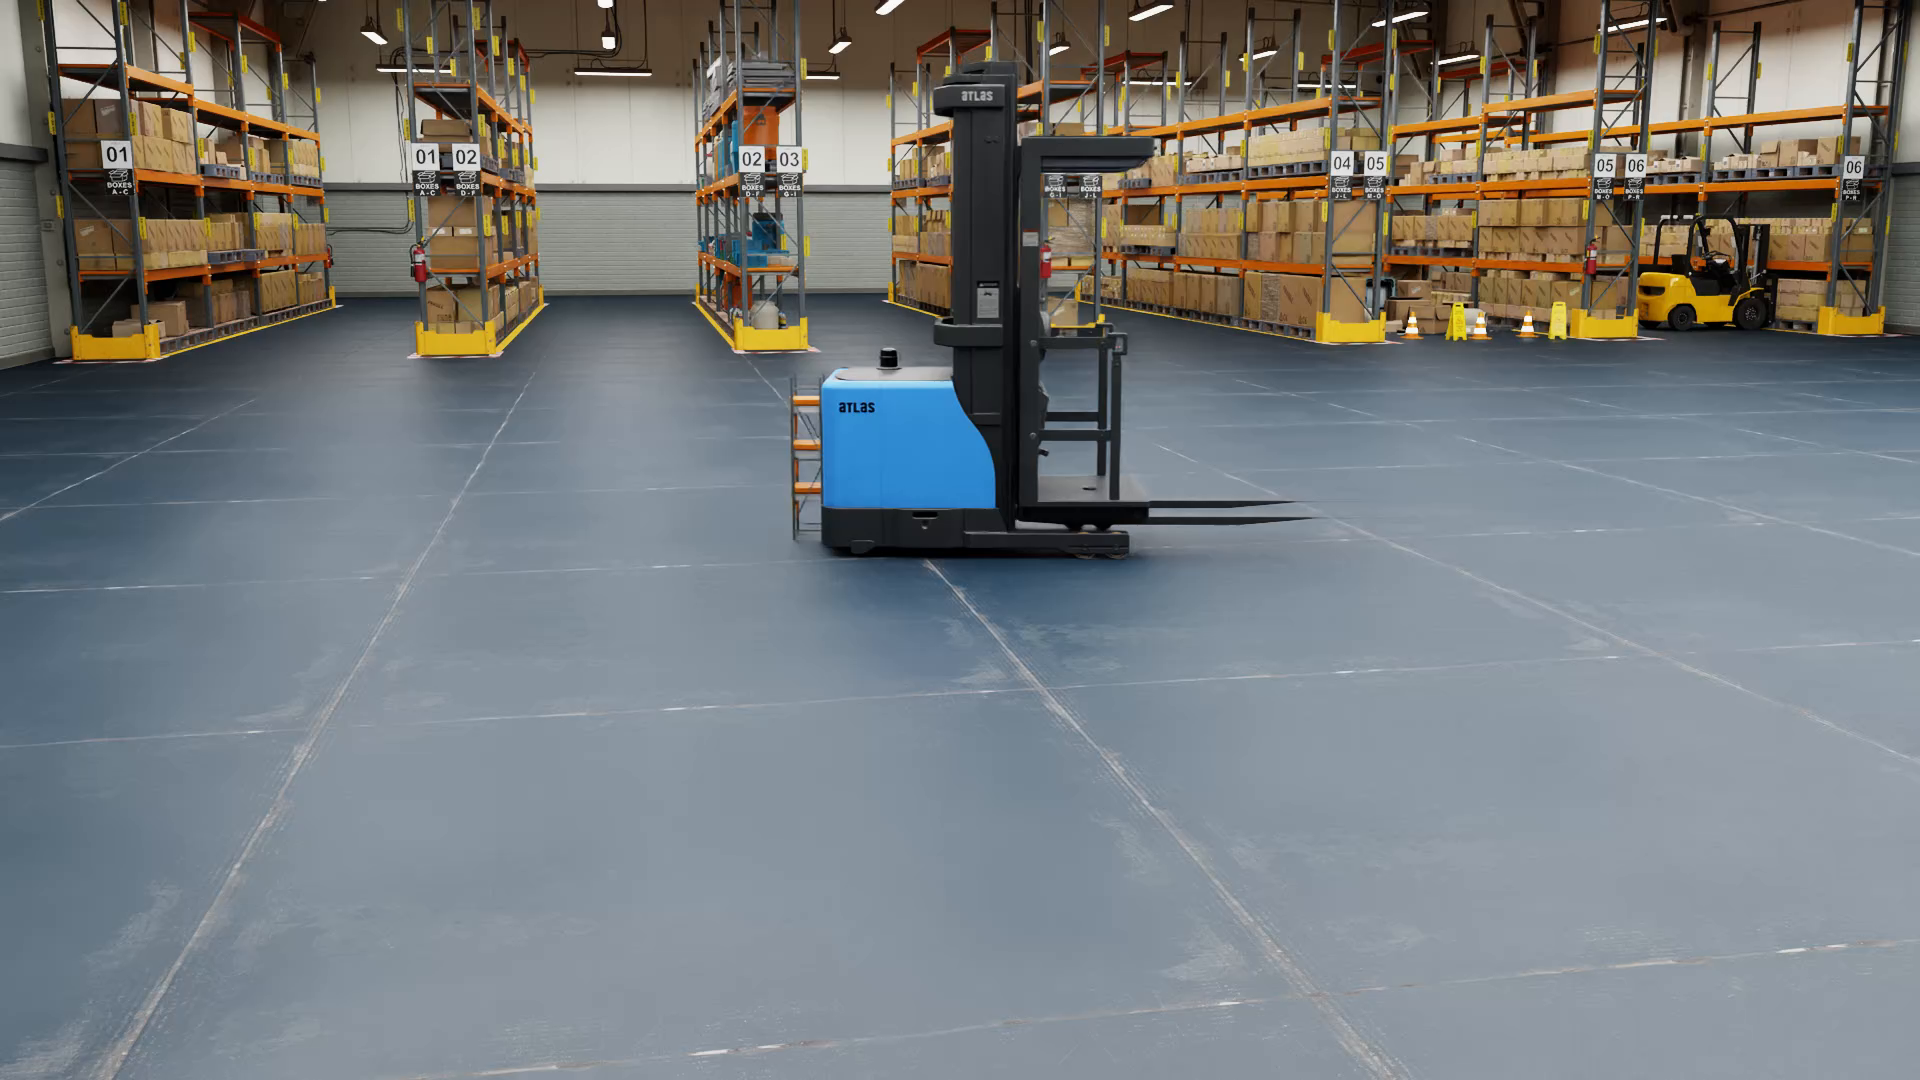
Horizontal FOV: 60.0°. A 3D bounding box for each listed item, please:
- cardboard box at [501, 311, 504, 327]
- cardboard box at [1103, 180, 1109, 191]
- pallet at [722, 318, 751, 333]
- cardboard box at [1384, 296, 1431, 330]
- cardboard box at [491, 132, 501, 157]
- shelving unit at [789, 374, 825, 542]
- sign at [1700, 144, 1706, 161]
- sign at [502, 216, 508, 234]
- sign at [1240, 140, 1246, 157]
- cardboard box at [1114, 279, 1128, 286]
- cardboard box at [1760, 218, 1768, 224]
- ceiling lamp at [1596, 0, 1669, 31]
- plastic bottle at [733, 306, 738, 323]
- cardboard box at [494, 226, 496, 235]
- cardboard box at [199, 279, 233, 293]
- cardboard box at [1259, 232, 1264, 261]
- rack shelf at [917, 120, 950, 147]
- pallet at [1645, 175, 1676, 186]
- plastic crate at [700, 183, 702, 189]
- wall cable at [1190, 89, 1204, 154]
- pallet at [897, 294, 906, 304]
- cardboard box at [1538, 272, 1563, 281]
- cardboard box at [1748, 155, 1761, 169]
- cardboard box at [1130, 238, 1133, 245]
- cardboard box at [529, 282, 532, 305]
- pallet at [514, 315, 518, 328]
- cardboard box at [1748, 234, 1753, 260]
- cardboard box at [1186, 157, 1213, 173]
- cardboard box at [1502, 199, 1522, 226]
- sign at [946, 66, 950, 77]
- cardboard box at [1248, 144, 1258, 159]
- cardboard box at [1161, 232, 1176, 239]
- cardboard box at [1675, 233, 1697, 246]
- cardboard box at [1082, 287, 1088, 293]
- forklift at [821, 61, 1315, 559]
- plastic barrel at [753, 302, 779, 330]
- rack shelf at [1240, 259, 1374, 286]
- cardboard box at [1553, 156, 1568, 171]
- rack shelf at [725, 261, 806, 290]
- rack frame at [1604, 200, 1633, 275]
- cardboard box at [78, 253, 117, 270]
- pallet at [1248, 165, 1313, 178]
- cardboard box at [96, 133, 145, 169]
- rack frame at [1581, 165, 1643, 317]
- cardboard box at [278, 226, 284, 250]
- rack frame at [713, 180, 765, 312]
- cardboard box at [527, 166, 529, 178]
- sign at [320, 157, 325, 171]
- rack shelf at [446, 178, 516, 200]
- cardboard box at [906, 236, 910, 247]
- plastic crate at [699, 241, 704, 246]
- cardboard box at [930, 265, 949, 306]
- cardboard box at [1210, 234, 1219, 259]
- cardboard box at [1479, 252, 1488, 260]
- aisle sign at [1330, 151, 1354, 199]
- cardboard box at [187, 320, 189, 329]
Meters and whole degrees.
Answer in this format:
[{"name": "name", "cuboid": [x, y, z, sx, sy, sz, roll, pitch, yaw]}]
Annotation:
[{"name": "cardboard box", "cuboid": [-8.342, -3.900, 29.397, 0.500, 0.250, 0.500, -2, 11, -11]}, {"name": "cardboard box", "cuboid": [3.855, -8.776, 41.161, 0.500, 0.250, 0.500, -2, 11, -12]}, {"name": "pallet", "cuboid": [-3.978, -4.074, 31.538, 1.003, 0.211, 1.213, -2, 11, -11]}, {"name": "cardboard box", "cuboid": [8.555, -4.350, 31.842, 0.797, 0.637, 0.503, -2, 11, -11]}, {"name": "cardboard box", "cuboid": [-9.503, -7.950, 33.477, 0.500, 0.500, 0.500, -2, 11, -11]}, {"name": "shelving unit", "cuboid": [-0.967, -0.527, 10.657, 0.215, 1.050, 0.252, 0, 11, 0]}, {"name": "sign", "cuboid": [15.130, -7.884, 33.848, 0.100, 0.325, 0.005, -2, 11, -11]}, {"name": "sign", "cuboid": [-8.102, -5.607, 29.604, 0.100, 0.325, 0.005, -2, 11, -11]}, {"name": "sign", "cuboid": [5.426, -7.504, 31.853, 0.100, 0.325, 0.005, -2, 11, -11]}, {"name": "cardboard box", "cuboid": [3.987, -6.310, 40.736, 0.380, 0.149, 0.250, -2, 11, -10]}, {"name": "cardboard box", "cuboid": [15.826, -6.189, 32.395, 0.380, 0.149, 0.250, -2, 11, -11]}, {"name": "ceiling lamp", "cuboid": [13.532, -11.732, 32.659, 0.800, 3.185, 2.000, -2, 11, -11]}, {"name": "plastic bottle", "cuboid": [-3.917, -3.941, 29.285, 0.144, 0.351, 0.185, -2, 11, -11]}, {"name": "cardboard box", "cuboid": [-8.383, -5.448, 29.294, 0.380, 0.149, 0.250, -2, 11, -11]}, {"name": "cardboard box", "cuboid": [-14.042, -4.794, 31.367, 0.500, 0.250, 0.500, -2, 11, -10]}, {"name": "cardboard box", "cuboid": [6.169, -5.550, 31.431, 0.875, 0.550, 0.550, -2, 11, -11]}, {"name": "rack shelf", "cuboid": [-0.095, -8.979, 36.799, 1.077, 0.370, 4.000, -2, 11, -11]}, {"name": "pallet", "cuboid": [15.323, -7.811, 36.197, 1.003, 0.211, 1.213, -2, 11, -8]}, {"name": "plastic crate", "cuboid": [-5.963, -8.332, 39.133, 0.293, 0.136, 0.466, -2, 11, -11]}, {"name": "wall cable", "cuboid": [7.076, -12.023, 49.797, 0.463, 3.000, 0.029, -2, 11, -11]}, {"name": "pallet", "cuboid": [-1.030, -6.169, 42.542, 1.003, 0.211, 1.213, -2, 11, -11]}, {"name": "cardboard box", "cuboid": [10.976, -4.899, 30.906, 0.380, 0.149, 0.250, -2, 11, -10]}, {"name": "cardboard box", "cuboid": [15.651, -7.403, 32.515, 0.396, 0.266, 0.258, -2, 11, -12]}, {"name": "cardboard box", "cuboid": [4.178, -6.962, 38.800, 0.380, 0.149, 0.250, -2, 11, -10]}, {"name": "cardboard box", "cuboid": [-9.825, -5.497, 37.065, 0.500, 0.500, 0.500, -2, 11, -11]}, {"name": "pallet", "cuboid": [-9.302, -4.333, 32.899, 1.003, 0.211, 1.213, -2, 11, -11]}, {"name": "cardboard box", "cuboid": [15.708, -5.794, 32.846, 0.500, 0.500, 0.500, -2, 11, -12]}, {"name": "cardboard box", "cuboid": [5.104, -7.921, 35.118, 0.500, 0.311, 0.500, -2, 11, -11]}, {"name": "cardboard box", "cuboid": [10.814, -6.252, 31.786, 0.700, 0.500, 0.500, -2, 11, -12]}, {"name": "sign", "cuboid": [-0.250, -9.678, 34.556, 0.100, 0.325, 0.005, -2, 11, -11]}, {"name": "cardboard box", "cuboid": [5.777, -7.345, 31.457, 0.500, 0.250, 0.500, -2, 11, -11]}, {"name": "cardboard box", "cuboid": [4.636, -6.680, 36.524, 0.380, 0.149, 0.250, -2, 11, -10]}, {"name": "cardboard box", "cuboid": [15.314, -6.276, 34.711, 0.500, 0.250, 0.500, -2, 11, -12]}, {"name": "cardboard box", "cuboid": [3.411, -6.542, 43.549, 0.380, 0.149, 0.250, -2, 11, -10]}, {"name": "forklift", "cuboid": [0.671, -1.423, 10.336, 3.031, 2.935, 1.130, 0, 11, 0]}, {"name": "plastic barrel", "cuboid": [-3.212, -3.670, 27.486, 0.421, 0.512, 0.421, 0, 11, 0]}, {"name": "rack shelf", "cuboid": [6.346, -4.923, 30.464, 1.077, 0.370, 4.000, -2, 11, -11]}, {"name": "cardboard box", "cuboid": [11.123, -6.831, 30.148, 0.500, 0.250, 0.500, -2, 11, -12]}, {"name": "rack shelf", "cuboid": [-3.398, -4.581, 28.668, 1.077, 0.370, 4.000, -2, 11, -11]}, {"name": "rack frame", "cuboid": [14.883, -6.757, 38.174, 1.000, 3.000, 0.127, -2, 11, -11]}, {"name": "cardboard box", "cuboid": [-13.008, -4.222, 25.206, 0.500, 0.250, 0.500, -2, 11, -10]}, {"name": "pallet", "cuboid": [6.105, -6.923, 31.262, 1.003, 0.211, 1.213, -2, 11, -11]}, {"name": "cardboard box", "cuboid": [-12.546, -5.810, 24.859, 0.500, 0.500, 0.500, -2, 11, -10]}, {"name": "rack frame", "cuboid": [11.570, -5.108, 29.513, 1.000, 3.000, 0.127, -2, 11, -11]}, {"name": "cardboard box", "cuboid": [-14.525, -6.352, 34.932, 0.500, 0.500, 0.500, -2, 11, -11]}, {"name": "rack frame", "cuboid": [-4.565, -6.035, 34.382, 1.000, 3.000, 0.127, -2, 11, -11]}, {"name": "cardboard box", "cuboid": [-10.238, -8.517, 38.462, 0.500, 0.250, 0.500, -2, 11, -11]}, {"name": "sign", "cuboid": [-15.304, -9.029, 39.932, 0.100, 0.325, 0.005, -2, 11, -11]}, {"name": "rack shelf", "cuboid": [-9.035, -6.609, 31.299, 1.077, 0.370, 4.000, -2, 11, -11]}, {"name": "cardboard box", "cuboid": [-1.030, -7.281, 40.534, 0.500, 0.250, 0.500, -2, 11, -10]}, {"name": "plastic crate", "cuboid": [-6.268, -7.272, 41.166, 0.416, 0.233, 0.300, -2, 11, -11]}, {"name": "cardboard box", "cuboid": [0.014, -5.669, 37.017, 1.225, 0.875, 0.875, -2, 11, -11]}, {"name": "cardboard box", "cuboid": [5.396, -5.964, 33.740, 0.500, 0.500, 0.500, -2, 11, -10]}, {"name": "cardboard box", "cuboid": [10.539, -5.649, 33.026, 0.380, 0.149, 0.250, -2, 11, -11]}, {"name": "aisle sign", "cuboid": [6.454, -6.163, 28.101, 0.394, 0.787, 0.004, -2, 11, -11]}, {"name": "cardboard box", "cuboid": [-13.371, -3.668, 28.349, 0.380, 0.166, 0.250, -4, 11, -18]}]
